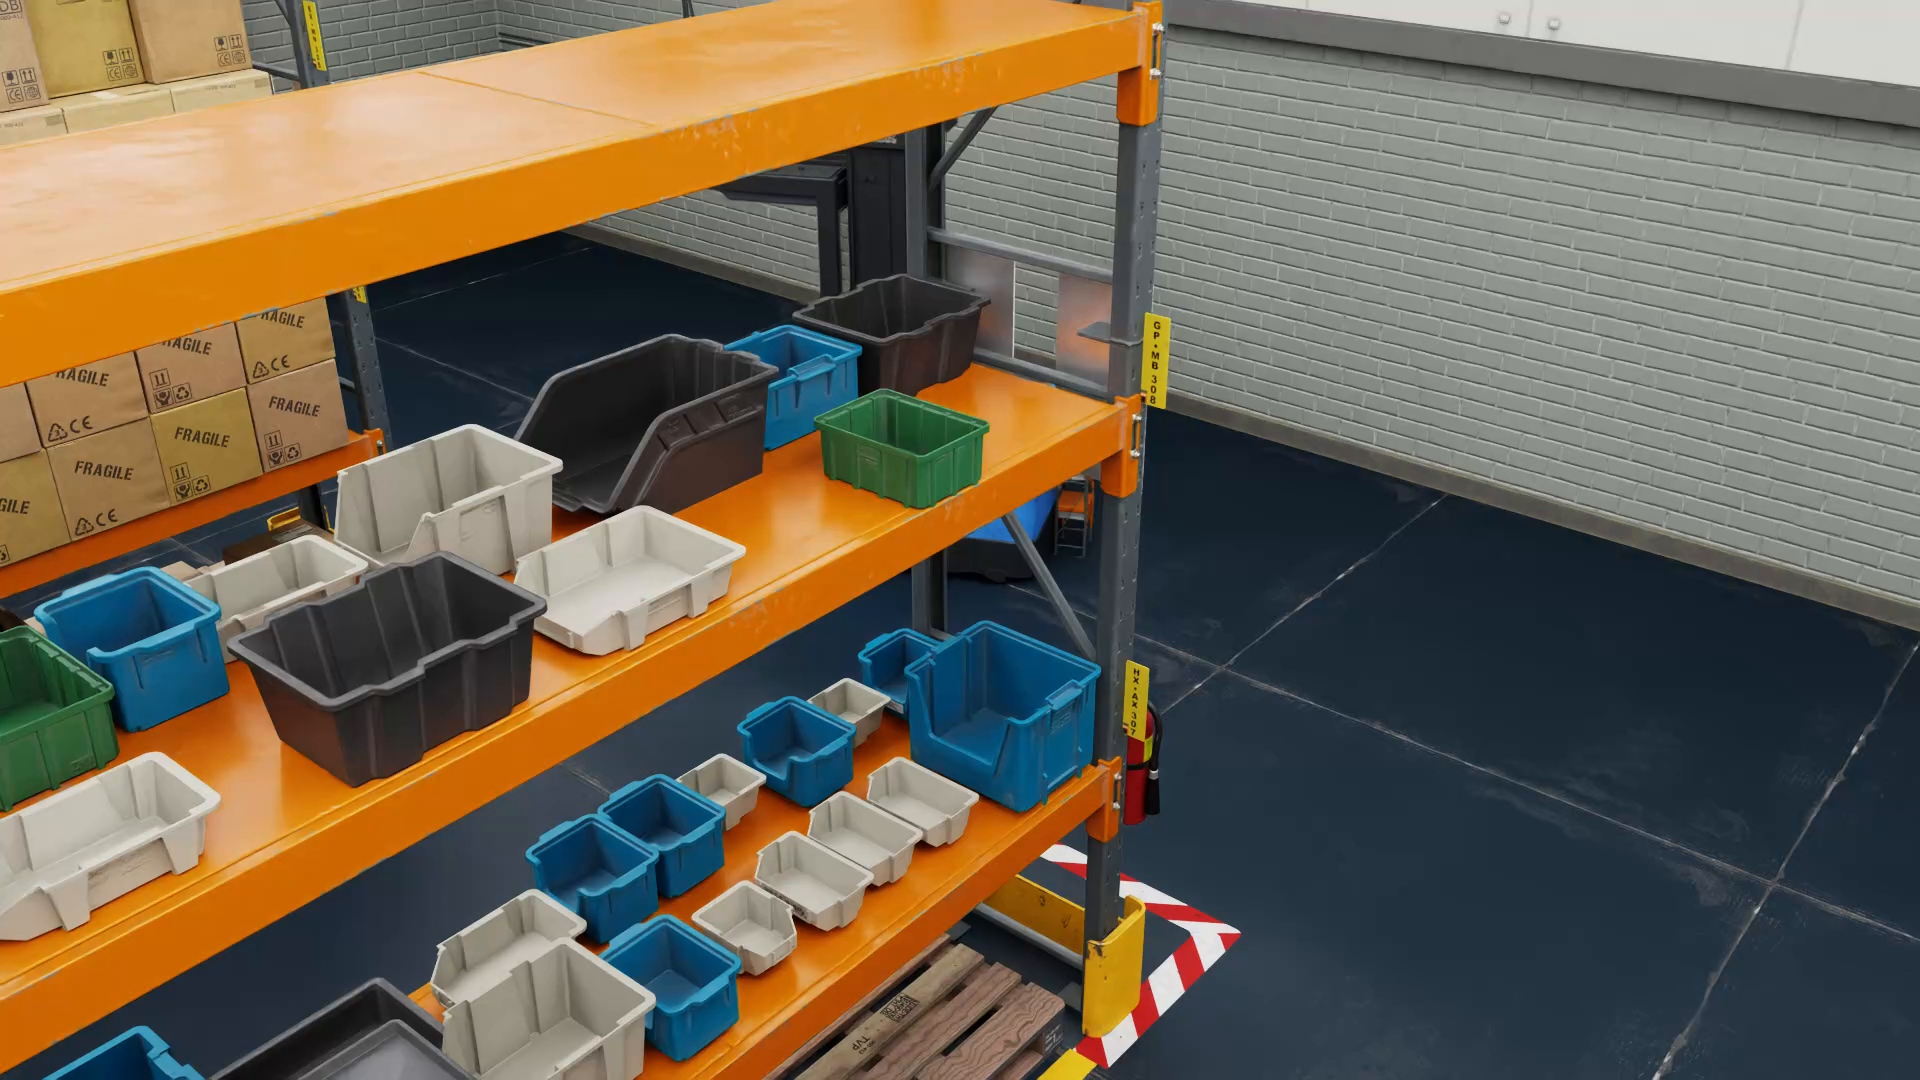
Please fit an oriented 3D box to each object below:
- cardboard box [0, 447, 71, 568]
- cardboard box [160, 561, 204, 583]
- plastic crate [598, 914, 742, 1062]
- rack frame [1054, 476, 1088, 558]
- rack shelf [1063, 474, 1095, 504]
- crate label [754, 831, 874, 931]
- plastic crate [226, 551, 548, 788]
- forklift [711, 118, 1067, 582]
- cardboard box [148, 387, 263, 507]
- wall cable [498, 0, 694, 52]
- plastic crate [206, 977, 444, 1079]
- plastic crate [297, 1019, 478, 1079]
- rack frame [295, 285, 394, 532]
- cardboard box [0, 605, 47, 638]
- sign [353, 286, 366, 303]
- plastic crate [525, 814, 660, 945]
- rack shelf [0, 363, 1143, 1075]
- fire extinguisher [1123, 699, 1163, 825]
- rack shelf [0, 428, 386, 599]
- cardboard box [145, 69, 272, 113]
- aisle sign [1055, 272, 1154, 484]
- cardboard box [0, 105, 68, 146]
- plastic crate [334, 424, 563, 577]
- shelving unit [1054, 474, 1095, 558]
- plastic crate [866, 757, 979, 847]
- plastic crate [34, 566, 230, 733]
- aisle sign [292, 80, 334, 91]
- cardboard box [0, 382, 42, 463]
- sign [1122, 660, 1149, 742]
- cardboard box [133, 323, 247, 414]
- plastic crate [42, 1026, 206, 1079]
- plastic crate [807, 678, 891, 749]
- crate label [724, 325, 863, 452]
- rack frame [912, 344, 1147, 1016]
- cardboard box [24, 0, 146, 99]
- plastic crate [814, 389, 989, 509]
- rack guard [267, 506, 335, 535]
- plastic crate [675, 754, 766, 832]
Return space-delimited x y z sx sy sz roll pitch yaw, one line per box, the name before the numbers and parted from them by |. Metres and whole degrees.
cardboard box | -4.637 -0.192 7.879 0.500 0.500 0.500 20 34 34
cardboard box | -4.475 0.389 9.380 0.500 0.250 0.500 21 34 34
plastic crate | -0.881 1.375 5.076 0.416 0.233 0.300 21 34 34
rack frame | 0.705 -0.361 10.438 0.200 1.050 0.008 6 28 12
rack shelf | 0.734 -0.406 10.548 0.215 0.259 0.240 6 28 12
crate label | -0.506 1.162 5.594 0.396 0.136 0.243 21 34 34
plastic crate | -1.315 0.308 3.899 0.497 0.269 0.590 21 34 34
forklift | -0.873 -1.398 10.395 3.031 2.935 1.130 7 28 13
cardboard box | -3.995 -0.545 8.563 0.500 0.500 0.500 21 34 35
wall cable | -3.544 -5.557 15.210 3.097 2.526 0.112 21 34 34
plastic crate | -1.812 1.563 4.830 0.437 0.125 0.590 21 34 34
plastic crate | -1.556 1.645 4.304 0.402 0.464 0.583 21 34 34
rack frame | -3.593 -0.924 9.404 1.000 3.000 0.127 21 34 34
cardboard box | -4.946 0.740 8.426 0.797 0.503 0.637 21 34 34
sign | -3.177 -1.410 8.738 0.100 0.325 0.005 21 34 34
plastic crate | -1.212 1.137 5.537 0.416 0.233 0.300 21 34 34
rack shelf | -1.045 0.221 4.709 1.077 0.370 4.000 21 34 34
fire extinguisher | 0.674 0.804 6.553 0.296 0.674 0.183 21 34 34
rack shelf | -4.865 0.104 8.199 1.077 0.370 4.000 21 34 34
cardboard box | -3.723 -2.155 8.138 0.500 0.250 0.500 21 34 34
aisle sign | 0.499 -0.570 5.890 0.394 0.787 0.004 21 34 34
cardboard box | -4.361 -1.802 7.455 0.500 0.250 0.500 21 34 34
plastic crate | -1.421 -0.059 4.597 0.437 0.282 0.530 21 34 34
shelving unit | 0.734 -0.416 10.543 0.215 1.050 0.252 6 28 12
plastic crate | -0.152 0.957 5.989 0.396 0.136 0.243 21 34 34
plastic crate | -1.984 0.269 4.015 0.416 0.233 0.300 21 34 34
aisle sign | -3.313 -2.014 8.681 0.394 0.787 0.004 21 34 34
cardboard box | -4.637 -0.628 7.634 0.500 0.500 0.500 22 35 36
sign | 0.662 0.607 6.266 0.100 0.325 0.005 21 34 34
cardboard box | -3.984 -0.995 8.344 0.500 0.500 0.500 22 34 36
plastic crate | -2.283 1.658 4.364 0.392 0.384 0.575 21 34 34
plastic crate | -0.452 0.696 6.494 0.250 0.136 0.298 21 34 34
crate label | -0.609 -0.509 5.498 0.408 0.251 0.502 21 34 34
rack frame | 0.227 0.525 6.603 1.000 3.000 0.127 21 34 34
cardboard box | -4.290 -2.406 7.806 0.700 0.500 0.500 21 34 34
plastic crate | -0.180 -0.280 5.125 0.450 0.188 0.336 21 34 34
rack guard | -3.641 0.213 9.926 1.175 0.500 0.348 21 34 34
plastic crate | -0.883 0.936 6.029 0.250 0.136 0.298 21 34 34
